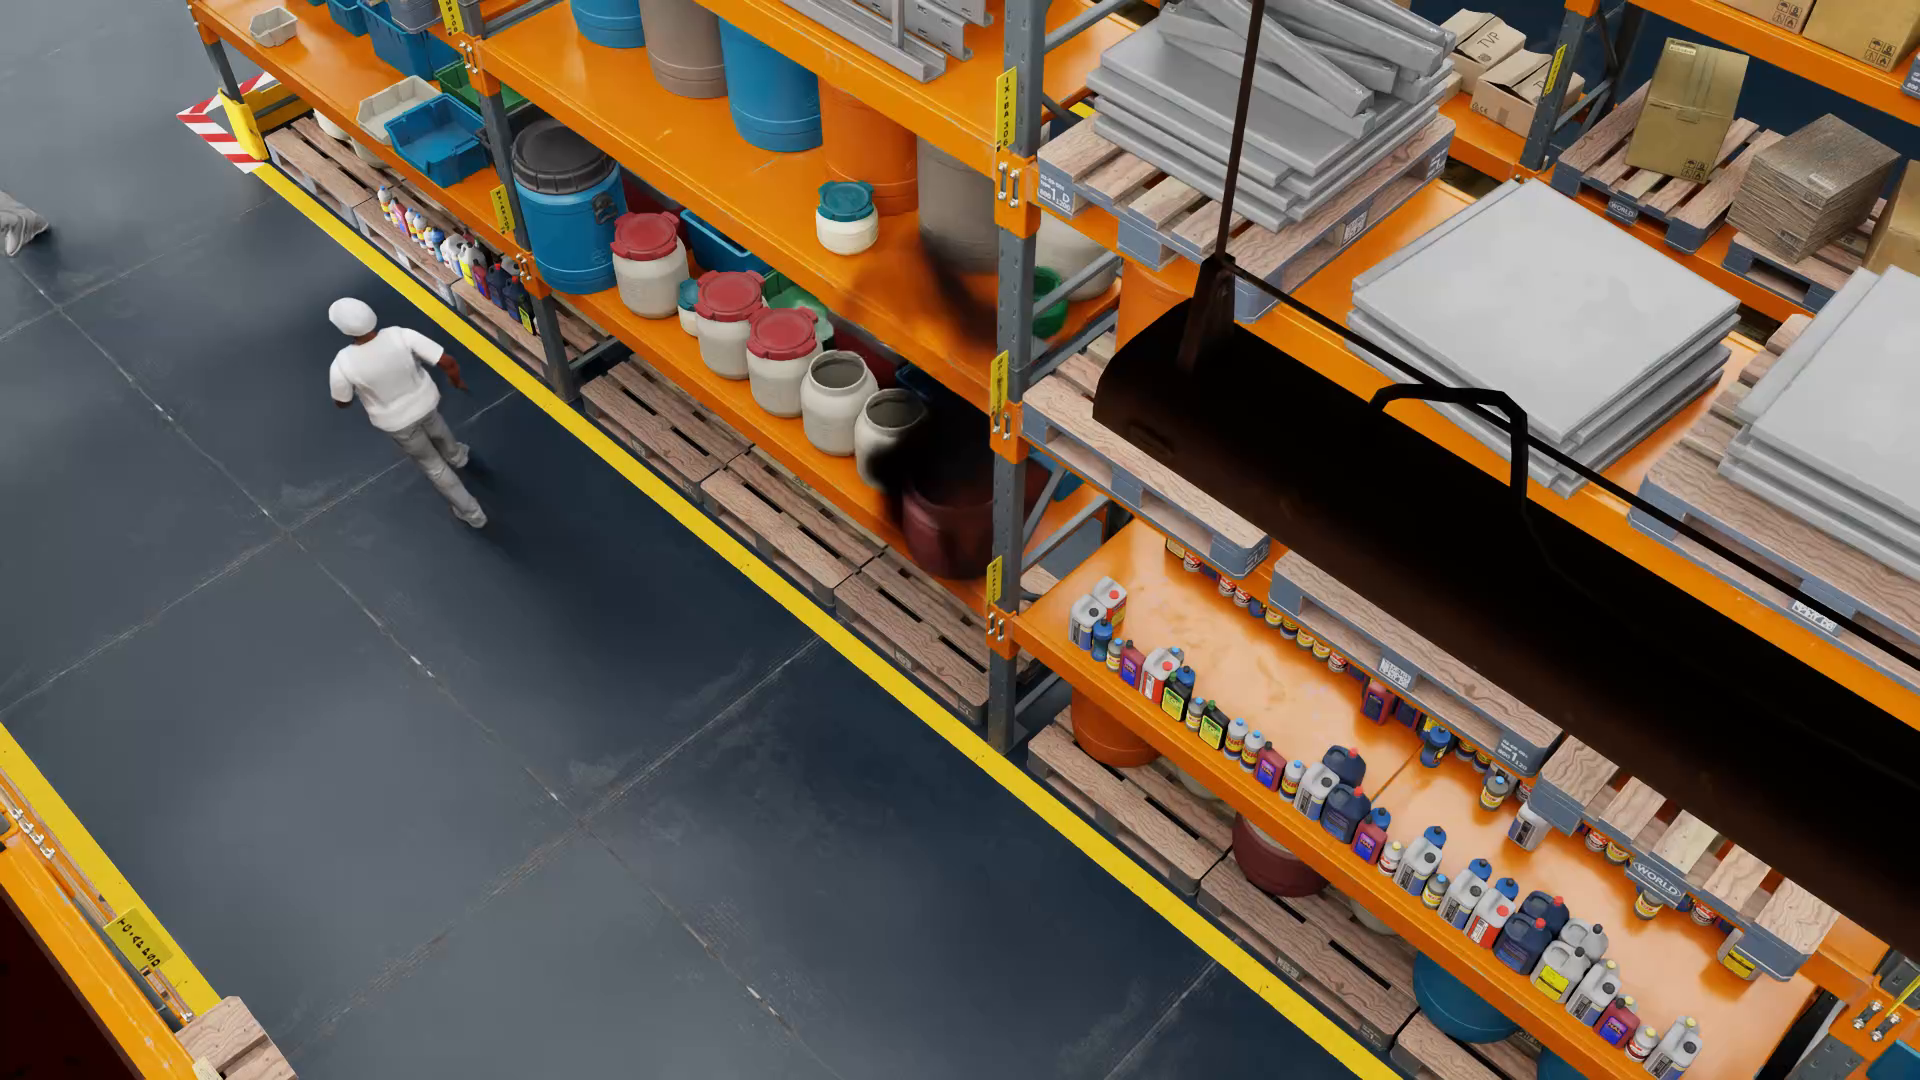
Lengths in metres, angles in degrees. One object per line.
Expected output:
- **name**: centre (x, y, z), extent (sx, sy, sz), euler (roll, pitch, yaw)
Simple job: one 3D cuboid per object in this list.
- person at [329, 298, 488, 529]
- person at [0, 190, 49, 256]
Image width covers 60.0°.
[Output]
- **person**: centre (-3.287, -0.788, 9.894), extent (0.742, 1.736, 0.835), euler (-35, 58, -26)
- **person**: centre (-7.069, -2.632, 11.593), extent (0.799, 1.566, 0.596), euler (-24, 54, -19)
